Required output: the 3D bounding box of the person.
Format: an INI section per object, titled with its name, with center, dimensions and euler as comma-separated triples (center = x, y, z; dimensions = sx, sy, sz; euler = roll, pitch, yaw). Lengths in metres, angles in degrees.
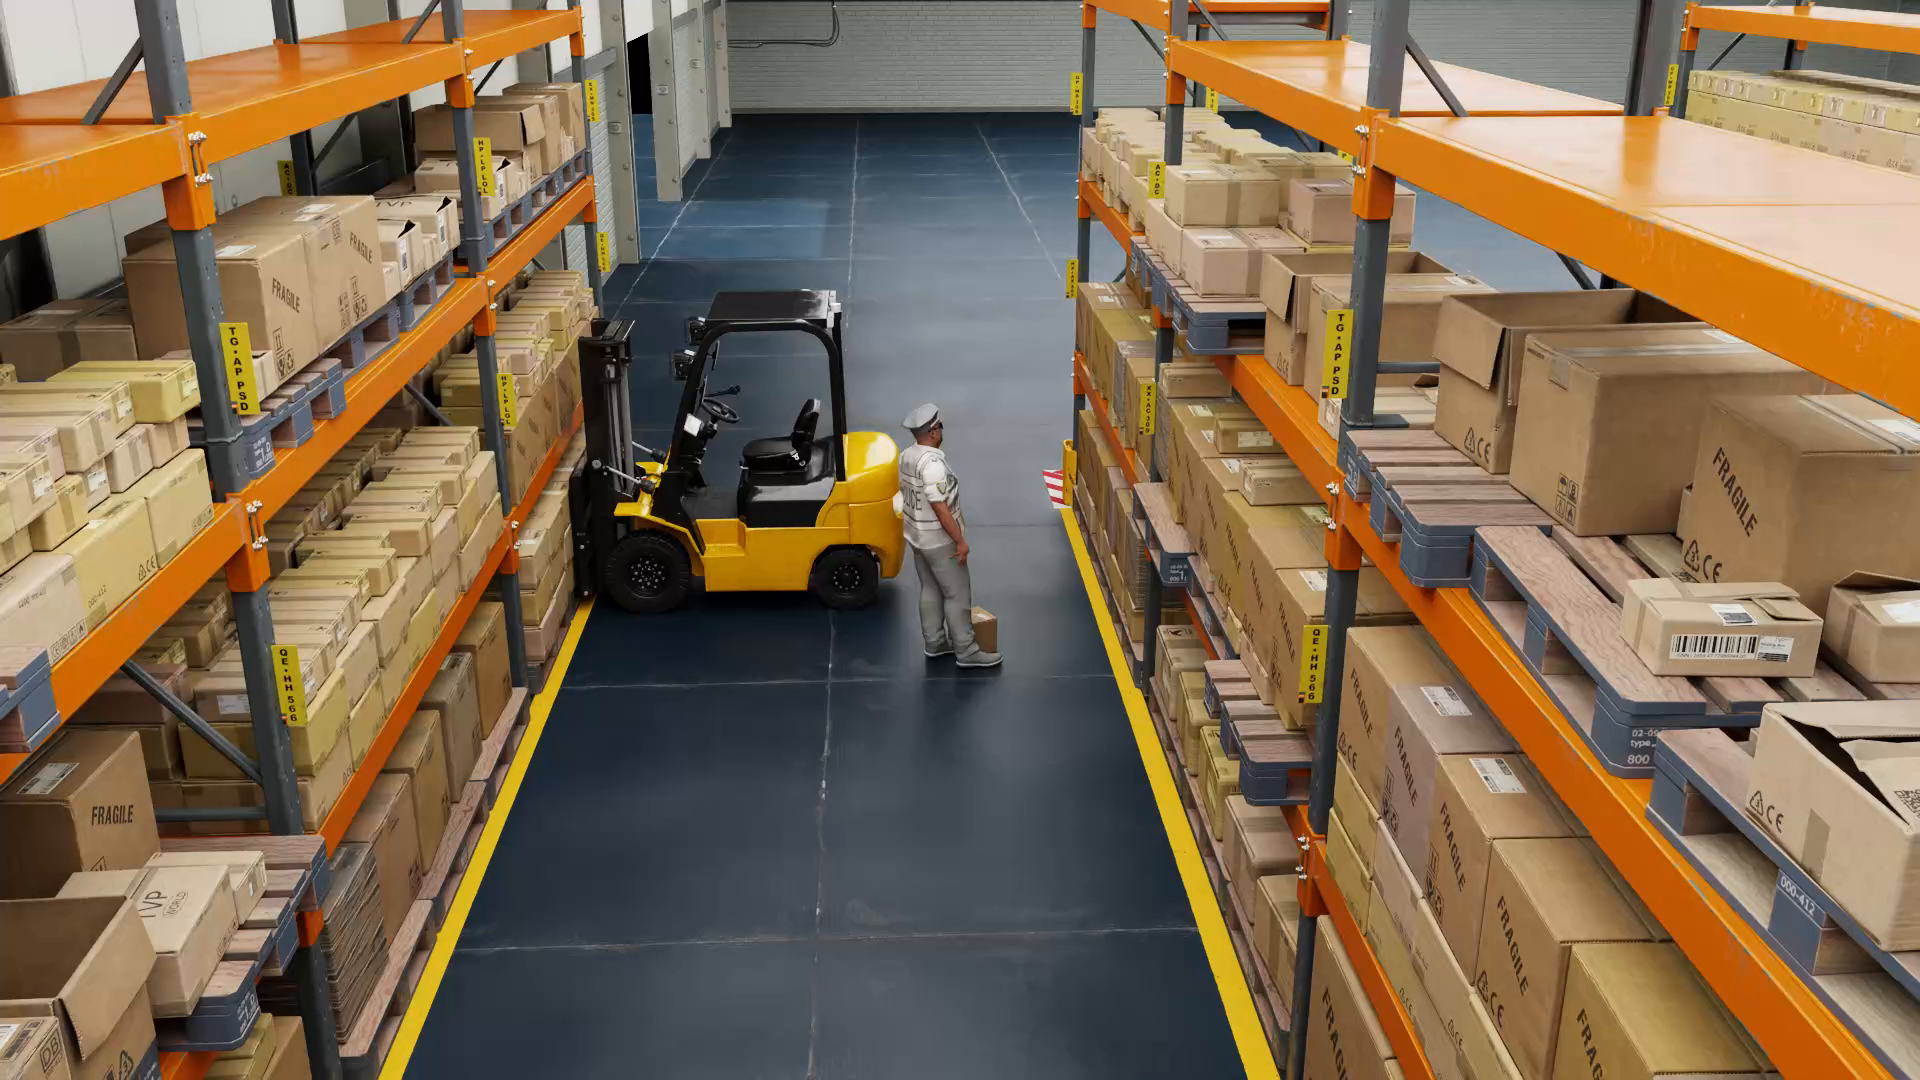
[person]
center = -0.086, -0.045, 11.117
dimensions = 0.574, 1.781, 0.641
euler = -10, 23, -26
